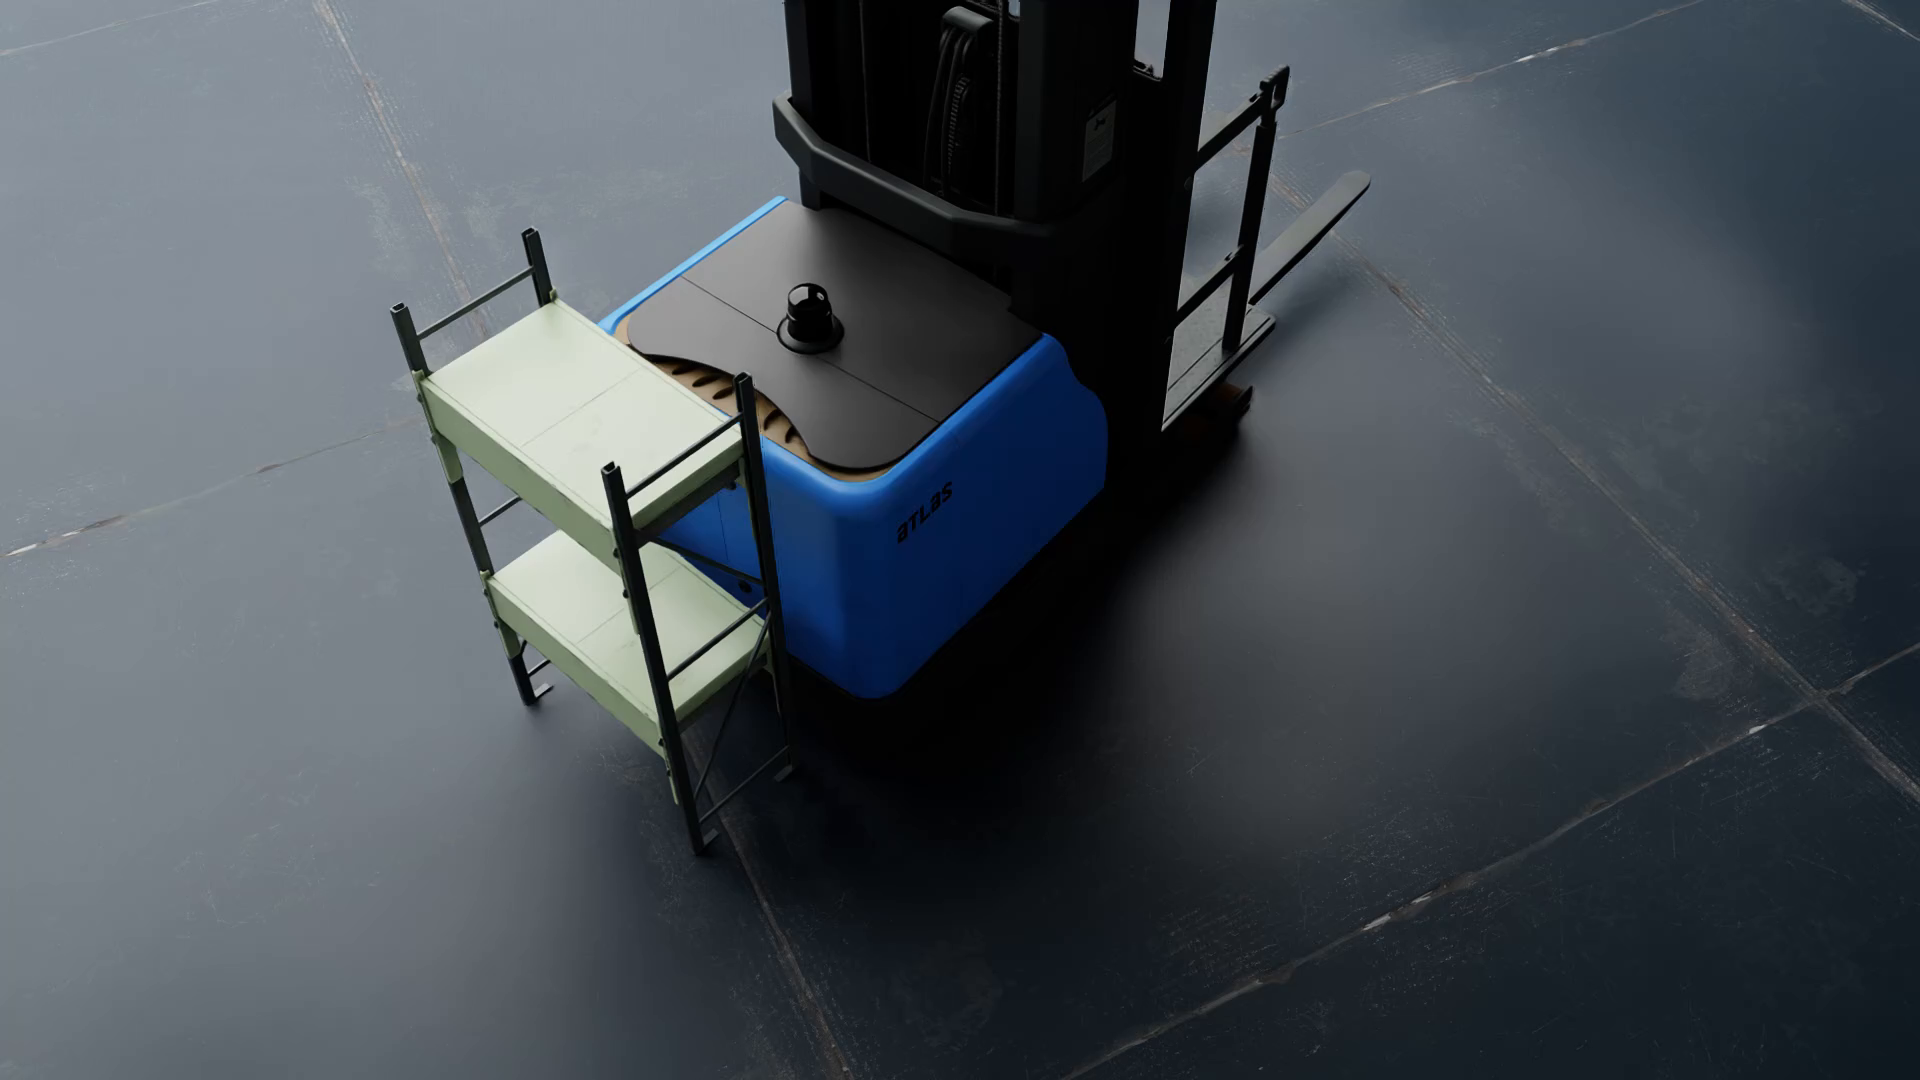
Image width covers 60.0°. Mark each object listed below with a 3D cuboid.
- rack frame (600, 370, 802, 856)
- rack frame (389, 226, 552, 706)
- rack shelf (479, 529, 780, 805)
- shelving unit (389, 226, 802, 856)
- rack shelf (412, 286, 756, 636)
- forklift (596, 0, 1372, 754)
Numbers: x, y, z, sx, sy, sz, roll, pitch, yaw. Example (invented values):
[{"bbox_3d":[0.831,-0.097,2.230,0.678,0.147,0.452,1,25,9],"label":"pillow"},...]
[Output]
[{"bbox_3d":[-0.590,0.244,4.040,0.023,1.500,0.400,34,57,26],"label":"rack frame"},{"bbox_3d":[-1.130,-0.127,4.365,0.023,1.500,0.400,34,57,26],"label":"rack frame"},{"bbox_3d":[-0.860,0.273,4.448,0.720,0.370,0.431,34,57,26],"label":"rack shelf"},{"bbox_3d":[-0.860,0.058,4.203,0.755,1.500,0.431,34,57,26],"label":"shelving unit"},{"bbox_3d":[-0.860,-0.199,3.909,0.720,0.370,0.431,34,57,26],"label":"rack shelf"},{"bbox_3d":[0.315,-1.426,4.550,1.130,2.935,3.031,31,56,24],"label":"forklift"}]
